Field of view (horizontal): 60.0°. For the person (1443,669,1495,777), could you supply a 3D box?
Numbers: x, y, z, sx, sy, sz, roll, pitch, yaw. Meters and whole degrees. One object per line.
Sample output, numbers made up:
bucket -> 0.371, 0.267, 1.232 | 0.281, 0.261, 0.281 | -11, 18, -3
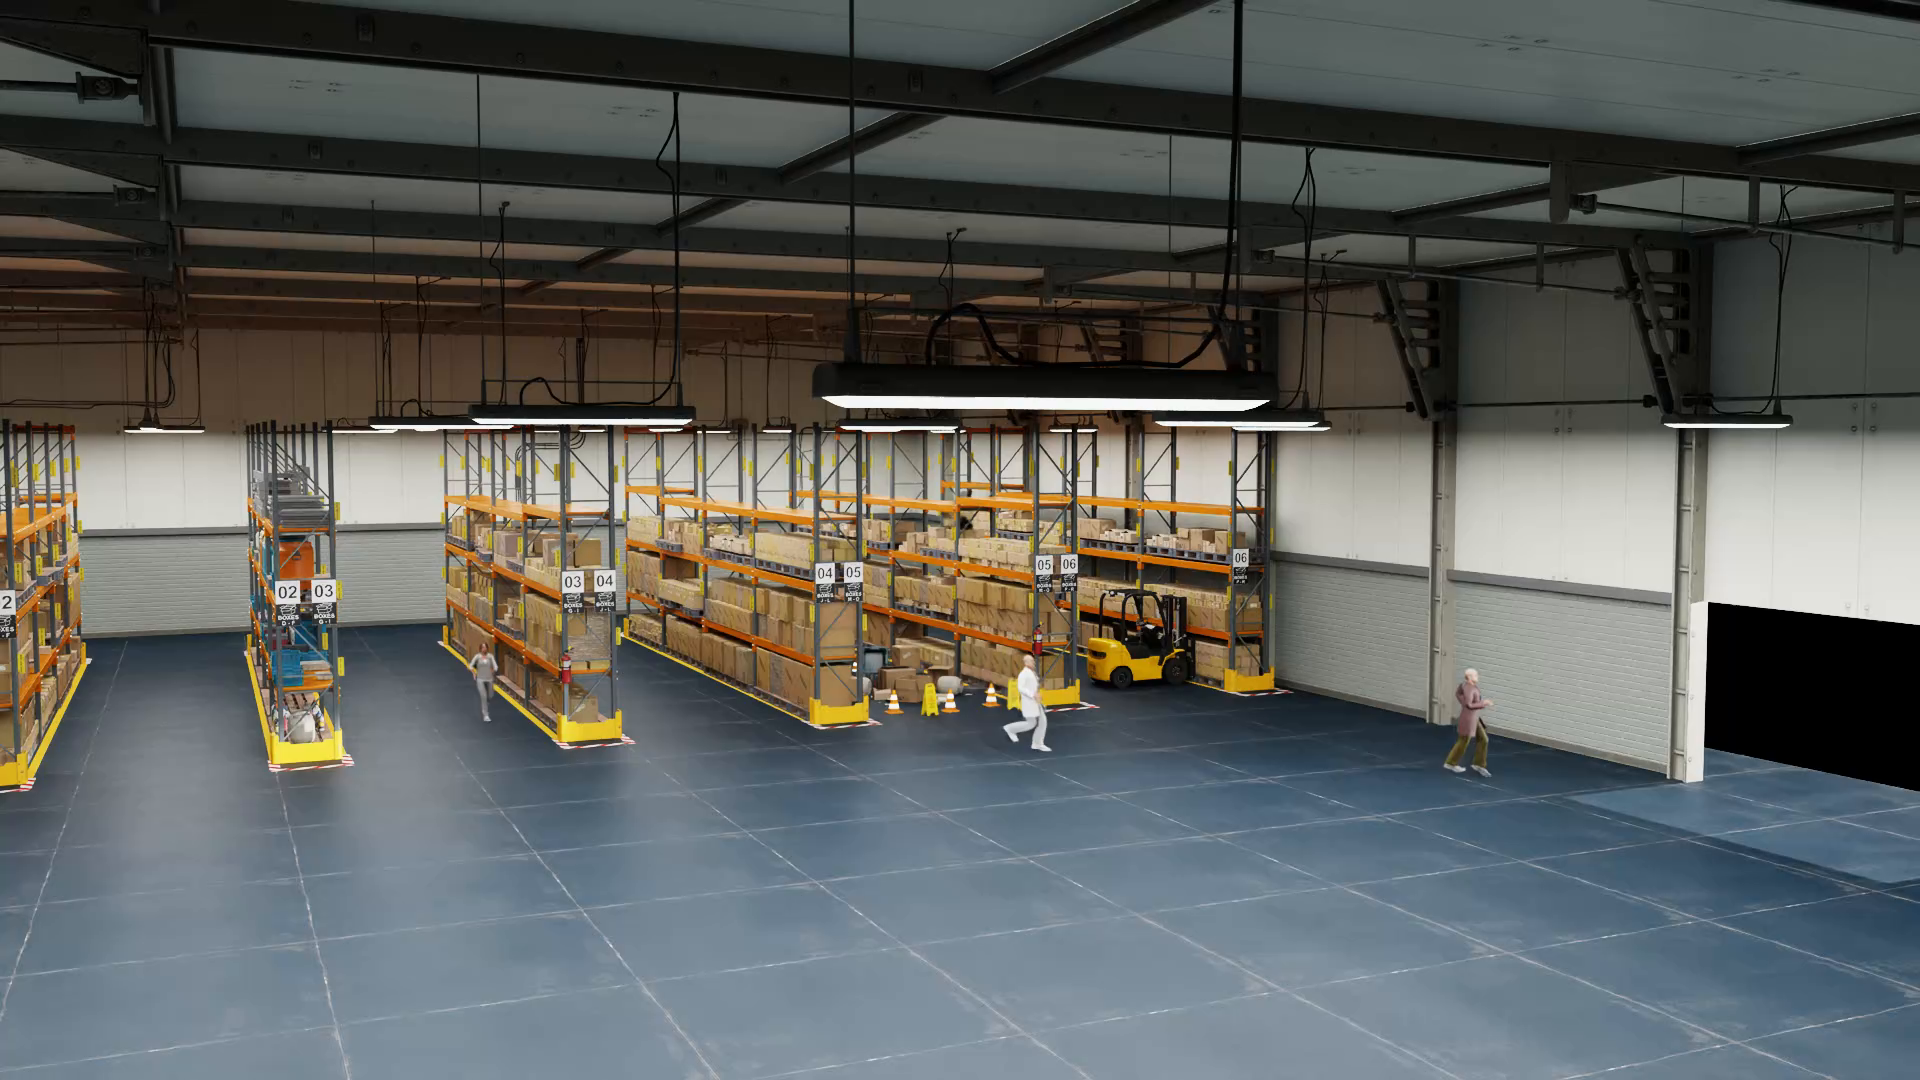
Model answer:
person -> 8.580, 3.079, 28.003 | 0.818, 1.834, 0.698 | 2, 4, 27

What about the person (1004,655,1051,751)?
person -> 1.267, 2.969, 30.358 | 0.850, 1.752, 0.724 | 1, 4, 22

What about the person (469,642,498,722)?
person -> -9.587, 2.849, 33.489 | 0.548, 1.549, 0.805 | -2, 4, -29
